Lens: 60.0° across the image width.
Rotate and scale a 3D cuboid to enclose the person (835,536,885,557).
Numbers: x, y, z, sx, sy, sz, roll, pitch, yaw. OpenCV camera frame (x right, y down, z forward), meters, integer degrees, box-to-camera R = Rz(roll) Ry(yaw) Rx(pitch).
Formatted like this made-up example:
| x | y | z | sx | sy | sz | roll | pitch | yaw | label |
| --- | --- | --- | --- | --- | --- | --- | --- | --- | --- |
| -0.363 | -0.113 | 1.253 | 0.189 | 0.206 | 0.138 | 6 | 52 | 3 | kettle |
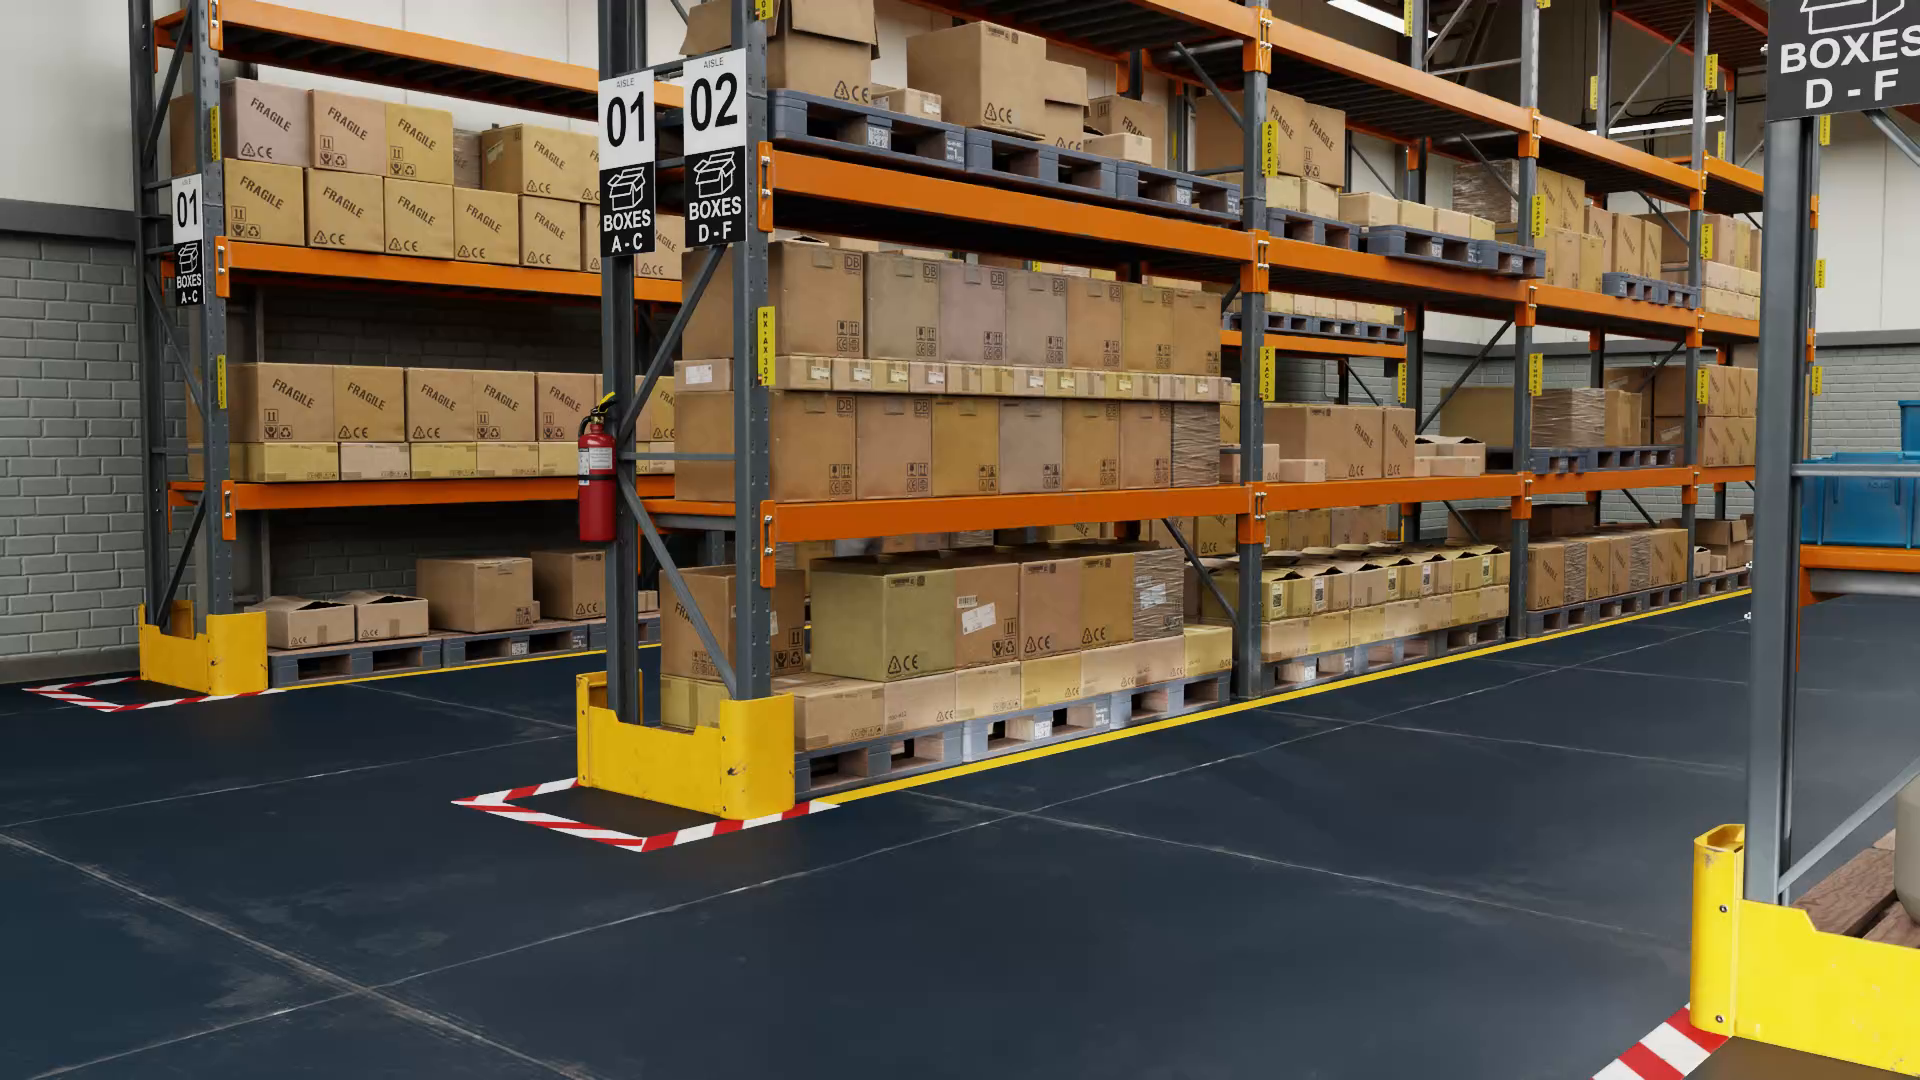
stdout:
| x | y | z | sx | sy | sz | roll | pitch | yaw | label |
| --- | --- | --- | --- | --- | --- | --- | --- | --- | --- |
| -0.813 | -0.050 | 12.426 | 0.587 | 1.758 | 0.503 | 3 | 5 | 42 | person |
